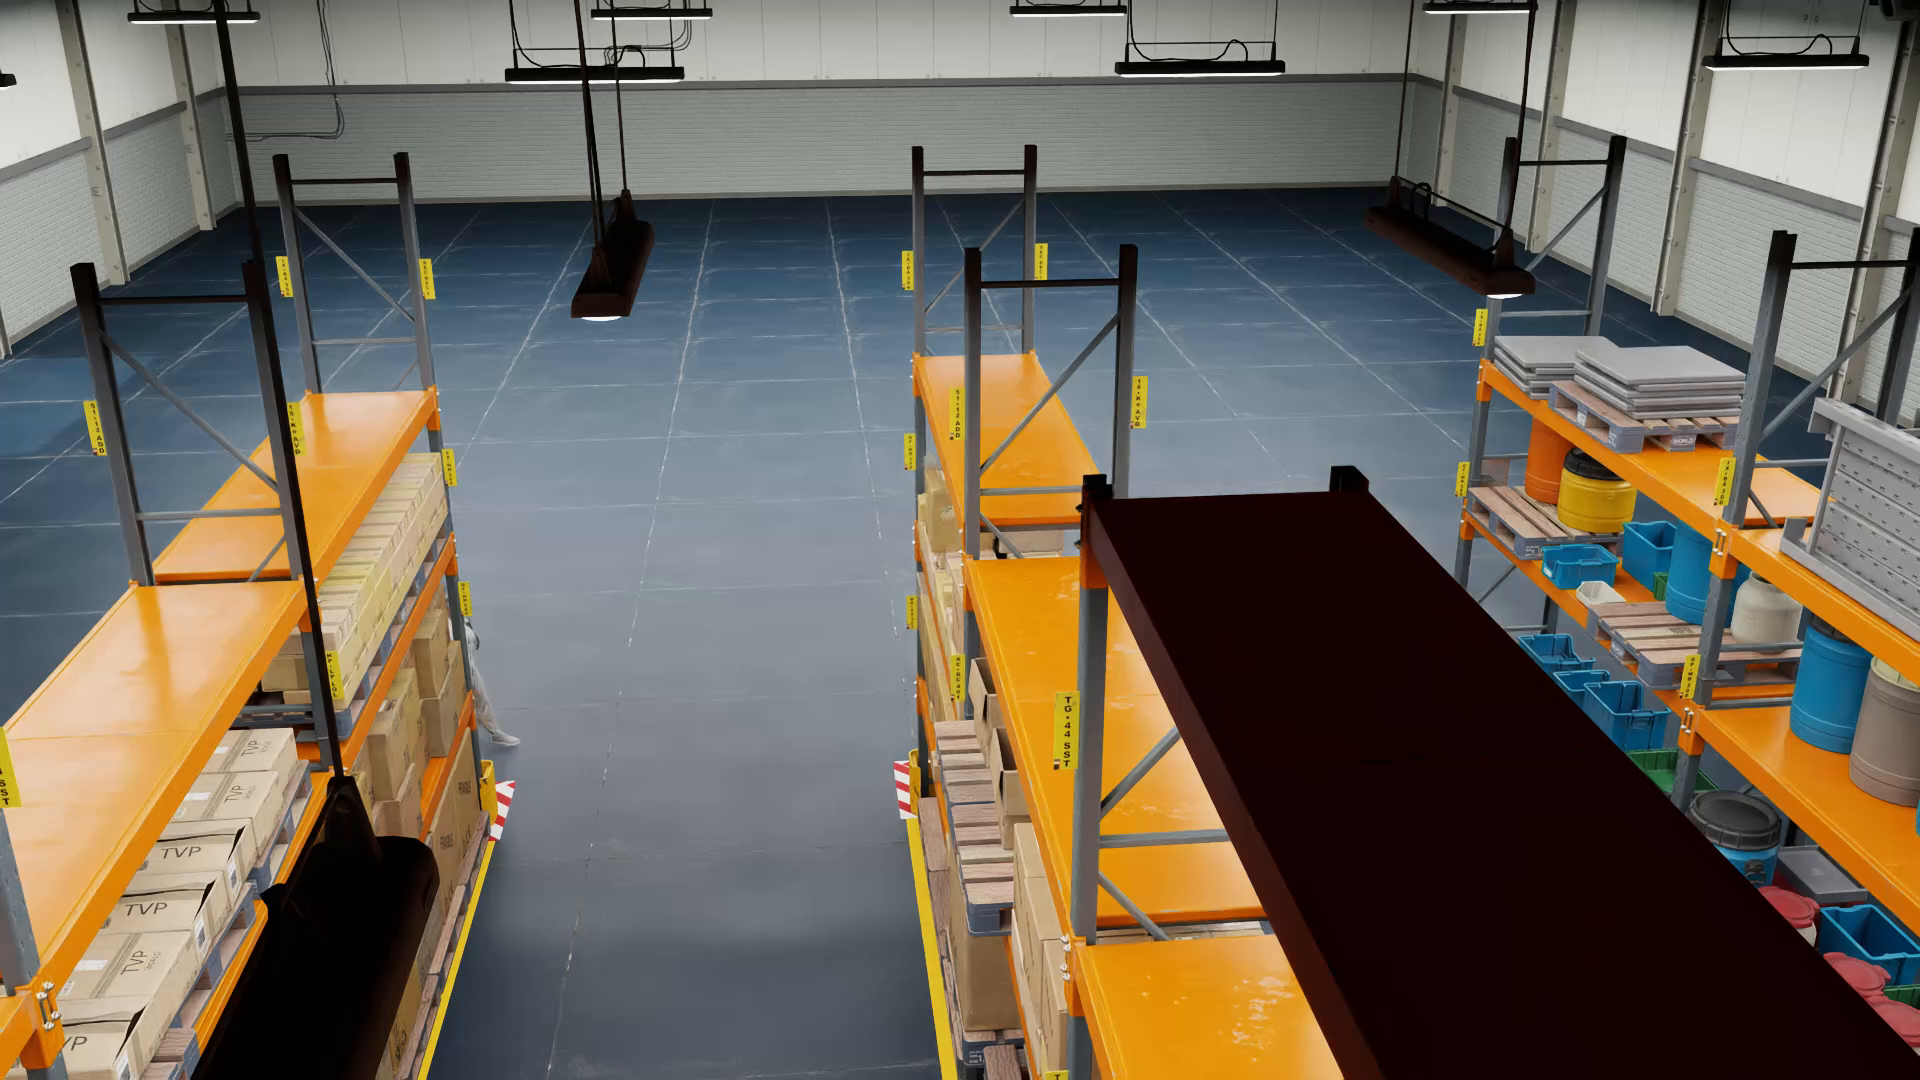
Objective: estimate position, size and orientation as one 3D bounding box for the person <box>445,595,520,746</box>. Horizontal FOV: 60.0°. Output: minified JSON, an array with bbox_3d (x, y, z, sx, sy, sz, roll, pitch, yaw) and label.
[{"bbox_3d":[-4.849,1.258,16.176,0.958,1.626,0.516,8,23,19],"label":"person"}]
